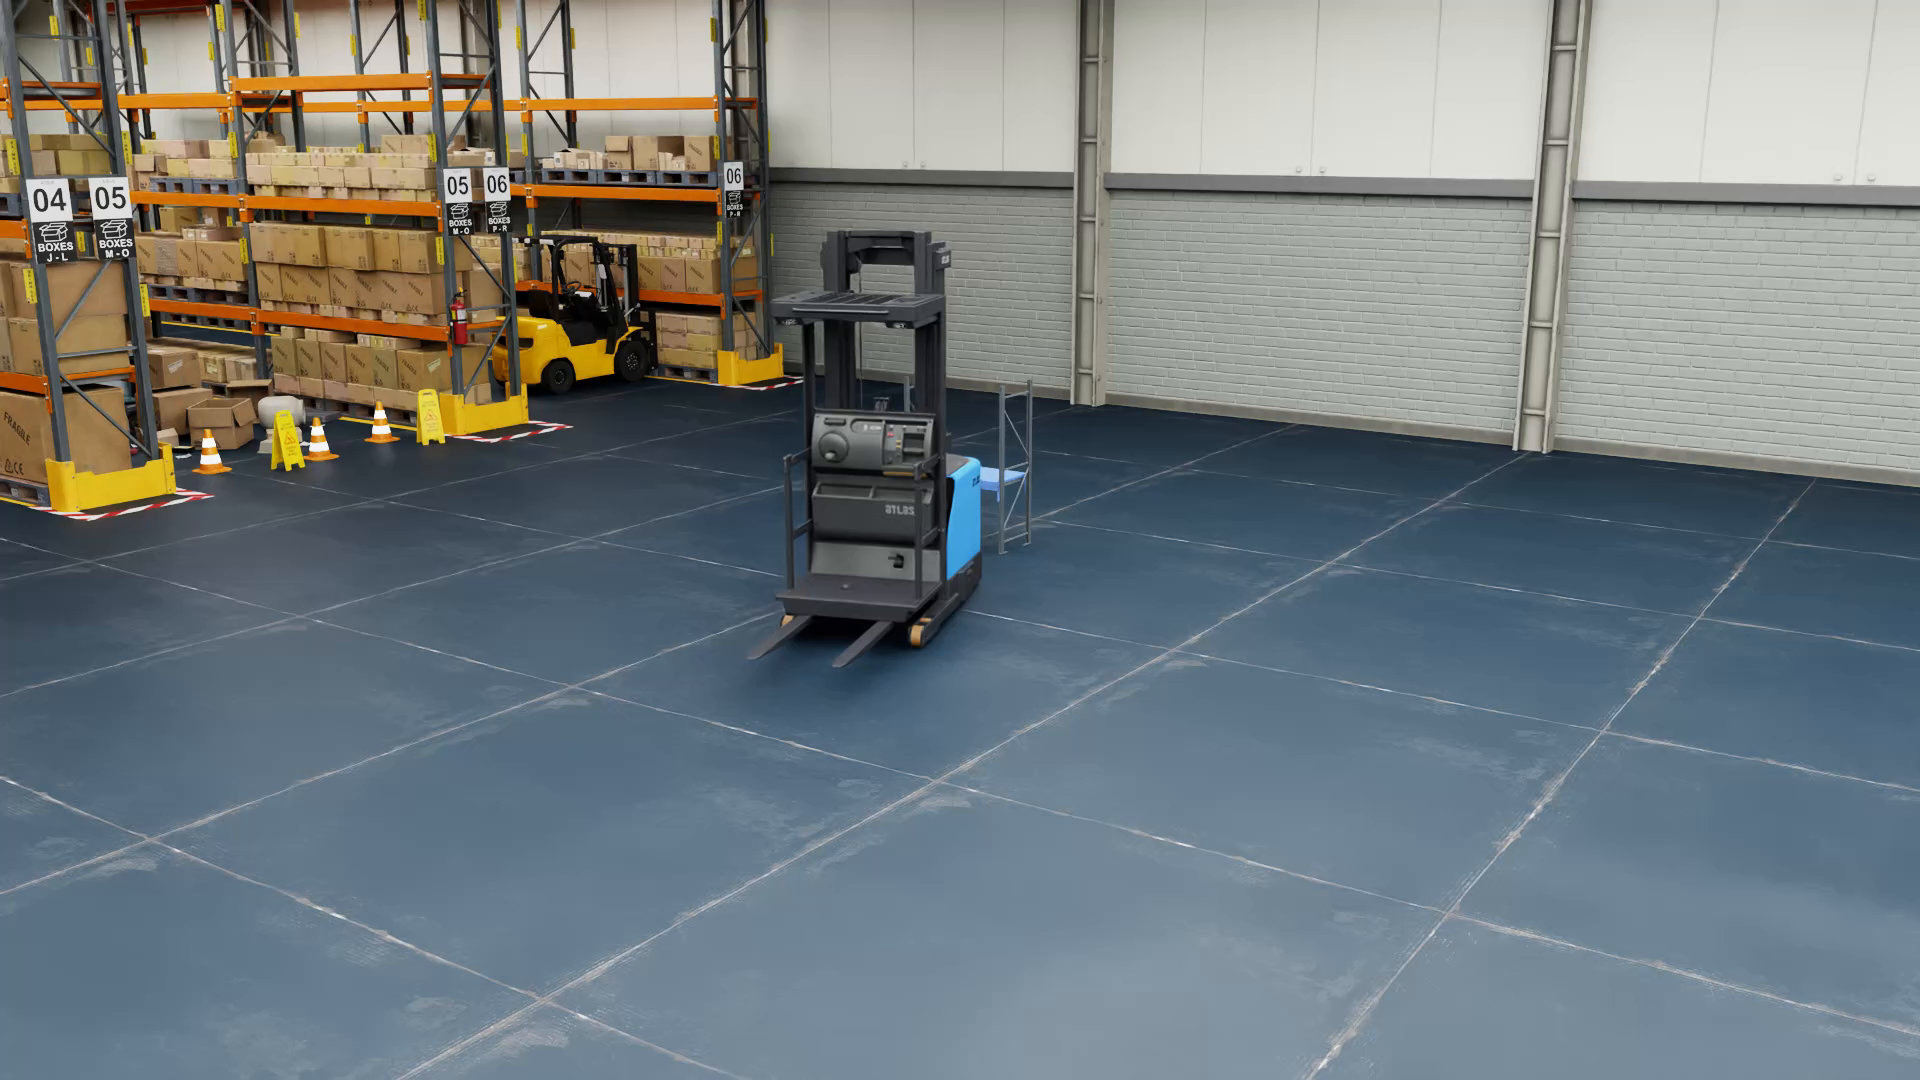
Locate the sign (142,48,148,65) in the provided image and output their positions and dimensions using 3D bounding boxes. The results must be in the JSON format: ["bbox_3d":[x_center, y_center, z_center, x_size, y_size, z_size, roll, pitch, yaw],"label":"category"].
[{"bbox_3d":[-16.098,-9.550,32.830,0.005,0.325,0.100,9,17,33],"label":"sign"}]

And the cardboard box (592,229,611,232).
[{"bbox_3d":[-5.622,-4.841,26.388,0.250,0.149,0.380,9,17,32],"label":"cardboard box"}]

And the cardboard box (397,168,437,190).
[{"bbox_3d":[-6.490,-4.407,20.260,0.500,0.250,0.500,9,16,32],"label":"cardboard box"}]

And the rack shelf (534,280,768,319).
[{"bbox_3d":[-4.808,-3.773,25.748,4.000,0.370,1.077,9,17,33],"label":"rack shelf"}]

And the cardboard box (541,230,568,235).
[{"bbox_3d":[-6.368,-4.797,26.207,0.250,0.149,0.380,10,17,34],"label":"cardboard box"}]

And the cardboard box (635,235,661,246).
[{"bbox_3d":[-4.678,-4.519,25.087,0.250,0.149,0.380,10,17,34],"label":"cardboard box"}]

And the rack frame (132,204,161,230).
[{"bbox_3d":[-16.425,-6.000,33.246,0.127,3.000,1.000,9,17,33],"label":"rack frame"}]

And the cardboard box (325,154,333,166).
[{"bbox_3d":[-7.819,-4.822,21.110,0.250,0.149,0.380,10,17,34],"label":"cardboard box"}]

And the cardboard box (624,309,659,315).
[{"bbox_3d":[-4.972,-3.411,25.554,0.500,0.250,0.500,9,16,32],"label":"cardboard box"}]

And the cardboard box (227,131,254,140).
[{"bbox_3d":[-13.050,-7.286,30.156,0.258,0.266,0.396,9,17,32],"label":"cardboard box"}]

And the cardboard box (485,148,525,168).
[{"bbox_3d":[-7.204,-6.104,26.528,0.500,0.311,0.500,9,16,31],"label":"cardboard box"}]

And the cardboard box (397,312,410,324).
[{"bbox_3d":[-6.818,-2.800,20.842,0.250,0.149,0.380,9,16,32],"label":"cardboard box"}]

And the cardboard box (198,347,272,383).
[{"bbox_3d":[-10.269,-2.494,23.679,0.625,0.372,0.950,10,17,36],"label":"cardboard box"}]

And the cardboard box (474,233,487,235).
[{"bbox_3d":[-8.119,-5.085,27.992,0.250,0.149,0.380,10,17,34],"label":"cardboard box"}]

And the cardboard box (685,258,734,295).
[{"bbox_3d":[-3.703,-3.917,24.621,0.500,0.500,0.500,9,16,32],"label":"cardboard box"}]

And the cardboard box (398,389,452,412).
[{"bbox_3d":[-6.756,-1.791,21.092,0.500,0.250,0.500,9,17,33],"label":"cardboard box"}]

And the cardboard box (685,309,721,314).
[{"bbox_3d":[-3.858,-3.377,25.418,0.500,0.250,0.500,9,17,33],"label":"cardboard box"}]

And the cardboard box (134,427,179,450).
[{"bbox_3d":[-9.459,-1.210,19.584,0.258,0.266,0.396,13,19,42],"label":"cardboard box"}]

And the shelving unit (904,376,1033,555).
[{"bbox_3d":[0.071,-0.717,15.024,1.048,1.500,0.538,9,17,33],"label":"shelving unit"}]

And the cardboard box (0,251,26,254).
[{"bbox_3d":[-10.289,-2.721,17.439,0.500,0.550,0.875,9,17,33],"label":"cardboard box"}]

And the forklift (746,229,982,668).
[{"bbox_3d":[-0.704,-0.743,12.153,1.130,2.935,3.031,4,14,15],"label":"forklift"}]

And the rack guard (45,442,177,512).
[{"bbox_3d":[-8.574,-0.647,16.823,0.348,0.500,1.175,9,17,33],"label":"rack guard"}]

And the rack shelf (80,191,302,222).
[{"bbox_3d":[-10.894,-4.776,23.554,4.000,0.370,1.077,9,17,33],"label":"rack shelf"}]

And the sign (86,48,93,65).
[{"bbox_3d":[-16.727,-9.296,31.966,0.005,0.325,0.100,9,17,33],"label":"sign"}]

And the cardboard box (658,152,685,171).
[{"bbox_3d":[-4.216,-5.582,24.513,0.258,0.266,0.396,9,17,33],"label":"cardboard box"}]

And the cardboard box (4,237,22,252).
[{"bbox_3d":[-14.383,-4.692,25.675,0.500,0.500,0.500,9,16,32],"label":"cardboard box"}]

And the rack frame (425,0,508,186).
[{"bbox_3d":[-5.915,-5.776,19.857,0.127,3.000,1.000,9,17,33],"label":"rack frame"}]

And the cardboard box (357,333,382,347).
[{"bbox_3d":[-7.492,-2.573,21.341,0.250,0.149,0.380,10,17,35],"label":"cardboard box"}]

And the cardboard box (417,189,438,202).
[{"bbox_3d":[-6.367,-4.190,20.216,0.250,0.149,0.380,9,17,33],"label":"cardboard box"}]

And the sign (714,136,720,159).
[{"bbox_3d":[-3.463,-5.595,23.691,0.005,0.325,0.100,9,17,33],"label":"sign"}]

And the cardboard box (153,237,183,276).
[{"bbox_3d":[-11.018,-4.020,23.547,0.500,0.500,0.500,8,16,31],"label":"cardboard box"}]

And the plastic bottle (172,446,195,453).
[{"bbox_3d":[-9.077,-1.054,19.382,0.283,0.061,0.133,3,14,14],"label":"plastic bottle"}]

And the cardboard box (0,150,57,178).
[{"bbox_3d":[-9.156,-3.654,16.135,0.500,0.250,0.500,9,17,34],"label":"cardboard box"}]

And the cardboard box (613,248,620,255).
[{"bbox_3d":[-5.078,-4.448,25.417,0.250,0.149,0.380,9,16,32],"label":"cardboard box"}]

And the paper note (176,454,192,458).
[{"bbox_3d":[-8.913,-0.965,19.087,0.144,0.017,0.142,-10,17,-35],"label":"paper note"}]

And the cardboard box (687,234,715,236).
[{"bbox_3d":[-3.930,-4.560,25.253,0.250,0.149,0.380,9,17,33],"label":"cardboard box"}]

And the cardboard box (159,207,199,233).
[{"bbox_3d":[-14.954,-6.120,31.863,0.500,0.500,0.500,10,17,34],"label":"cardboard box"}]

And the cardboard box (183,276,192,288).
[{"bbox_3d":[-10.654,-3.636,23.345,0.250,0.149,0.380,9,17,33],"label":"cardboard box"}]

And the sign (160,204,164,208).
[{"bbox_3d":[-16.098,-6.823,33.505,0.005,0.325,0.100,9,17,33],"label":"sign"}]

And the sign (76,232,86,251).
[{"bbox_3d":[-12.861,-4.388,24.324,0.005,0.325,0.100,9,17,33],"label":"sign"}]

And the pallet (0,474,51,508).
[{"bbox_3d":[-9.301,-0.602,17.241,1.213,0.211,1.003,9,17,33],"label":"pallet"}]

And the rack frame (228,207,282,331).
[{"bbox_3d":[-13.105,-5.464,31.079,0.127,3.000,1.000,9,17,33],"label":"rack frame"}]

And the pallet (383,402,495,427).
[{"bbox_3d":[-6.633,-1.637,21.423,1.213,0.211,1.003,9,17,33],"label":"pallet"}]

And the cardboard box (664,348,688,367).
[{"bbox_3d":[-4.122,-2.792,25.135,0.500,0.250,0.500,9,17,33],"label":"cardboard box"}]

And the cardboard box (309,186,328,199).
[{"bbox_3d":[-8.092,-4.454,21.279,0.250,0.149,0.380,9,16,32],"label":"cardboard box"}]

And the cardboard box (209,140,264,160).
[{"bbox_3d":[-9.786,-5.283,22.503,0.500,0.250,0.500,10,17,34],"label":"cardboard box"}]

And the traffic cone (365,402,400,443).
[{"bbox_3d":[-6.992,-1.433,20.077,0.334,0.463,0.336,9,17,33],"label":"traffic cone"}]

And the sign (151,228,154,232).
[{"bbox_3d":[-12.258,-4.570,25.224,0.005,0.325,0.100,9,17,33],"label":"sign"}]

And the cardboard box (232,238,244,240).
[{"bbox_3d":[-9.879,-3.984,23.402,0.500,0.500,0.500,9,17,33],"label":"cardboard box"}]

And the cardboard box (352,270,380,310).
[{"bbox_3d":[-7.346,-3.211,21.151,0.500,0.500,0.500,9,17,33],"label":"cardboard box"}]

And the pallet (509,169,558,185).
[{"bbox_3d":[-7.206,-5.870,26.875,1.217,0.209,0.805,8,16,31],"label":"pallet"}]

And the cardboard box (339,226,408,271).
[{"bbox_3d":[-7.357,-3.685,20.984,0.500,0.500,0.700,9,16,32],"label":"cardboard box"}]

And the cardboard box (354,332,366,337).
[{"bbox_3d":[-8.171,-2.540,22.556,0.500,0.500,0.500,10,17,34],"label":"cardboard box"}]

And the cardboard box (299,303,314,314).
[{"bbox_3d":[-8.490,-3.079,21.969,0.250,0.149,0.380,10,17,35],"label":"cardboard box"}]
